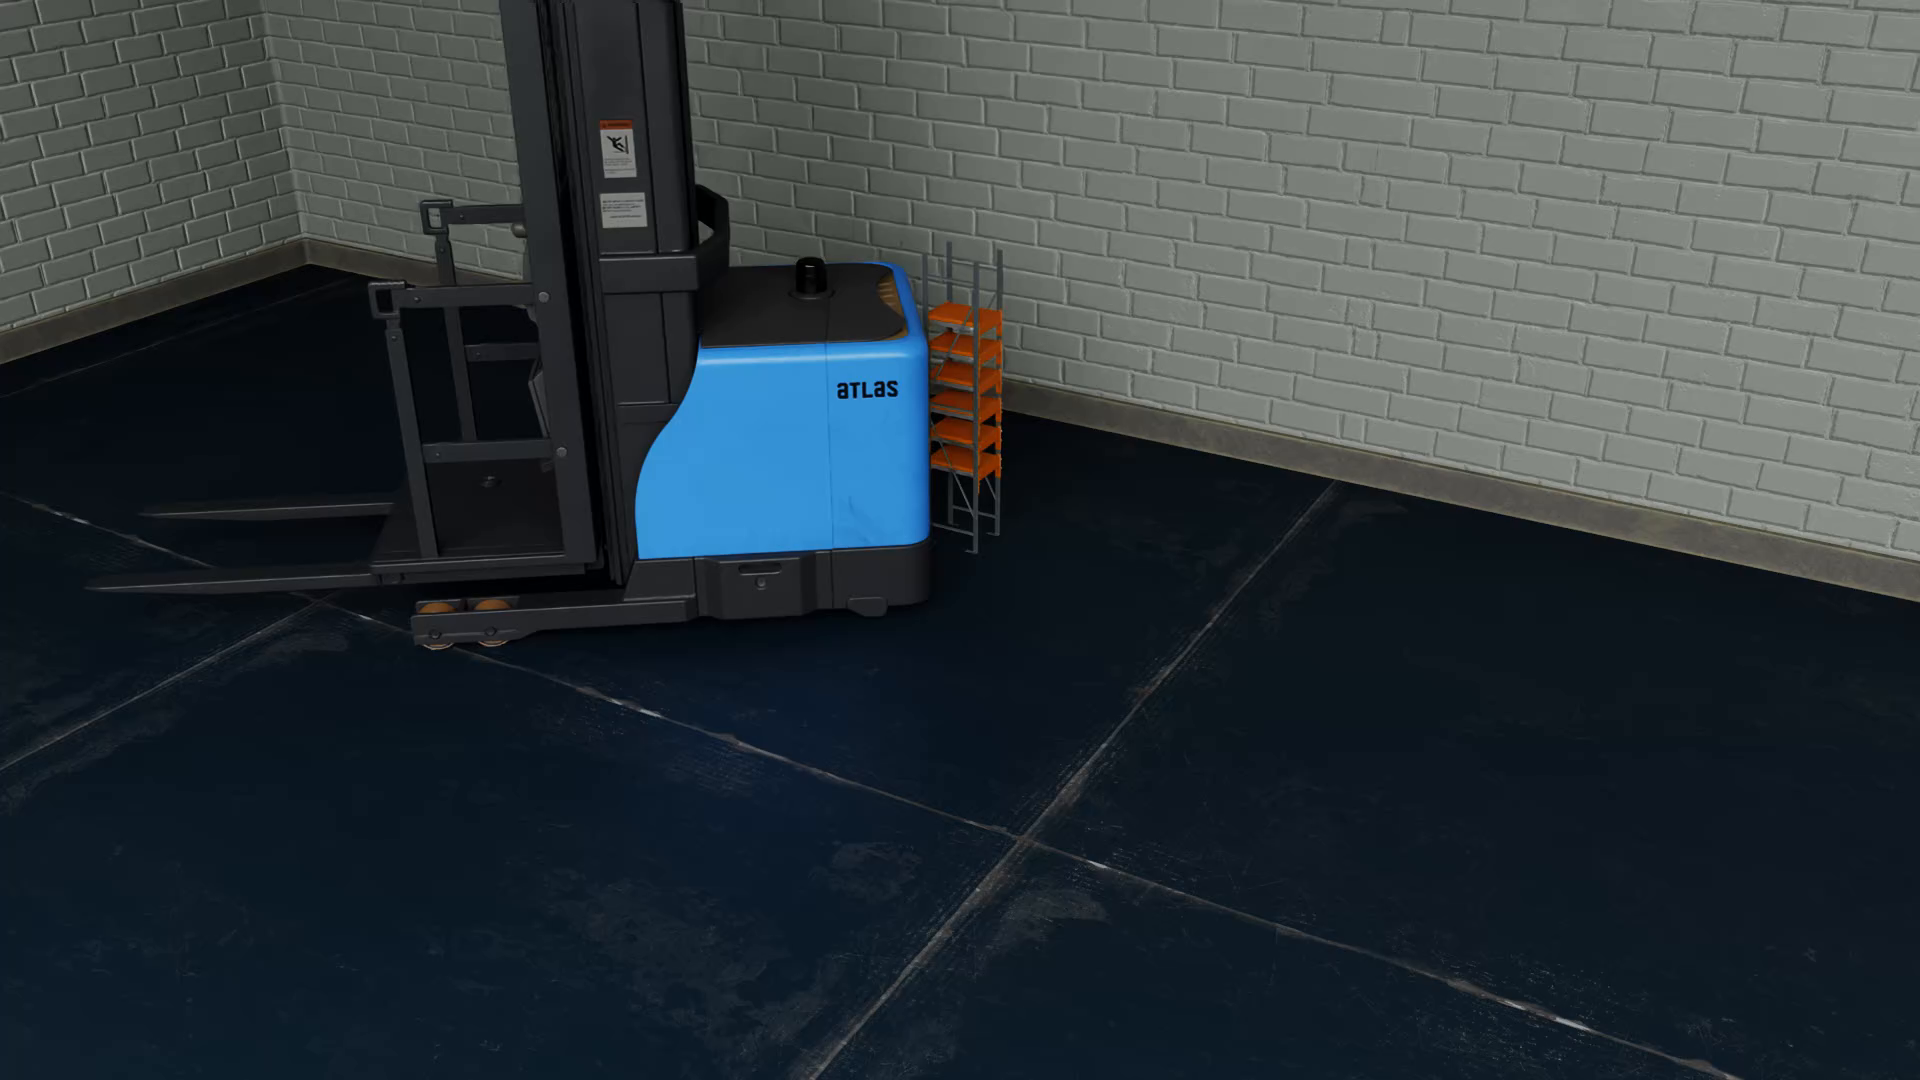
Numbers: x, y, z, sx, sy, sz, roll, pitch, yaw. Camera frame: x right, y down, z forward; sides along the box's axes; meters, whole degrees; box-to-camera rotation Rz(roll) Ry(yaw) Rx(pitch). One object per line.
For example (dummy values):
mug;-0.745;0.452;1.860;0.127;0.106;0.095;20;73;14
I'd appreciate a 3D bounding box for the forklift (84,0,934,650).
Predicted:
forklift;-1.652;-1.167;5.808;3.031;2.935;1.130;-3;27;-6

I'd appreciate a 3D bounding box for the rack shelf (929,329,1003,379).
rack shelf;0.010;-0.718;6.405;0.258;0.103;0.180;14;30;26

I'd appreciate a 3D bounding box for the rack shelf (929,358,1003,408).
rack shelf;0.010;-0.610;6.459;0.258;0.103;0.180;14;30;26

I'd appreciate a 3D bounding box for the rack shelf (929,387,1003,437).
rack shelf;0.011;-0.503;6.513;0.258;0.103;0.180;14;30;26

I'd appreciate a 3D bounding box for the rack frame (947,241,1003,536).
rack frame;0.056;-0.578;6.564;0.240;1.200;0.006;14;30;26

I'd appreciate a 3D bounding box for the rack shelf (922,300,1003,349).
rack shelf;0.010;-0.825;6.351;0.258;0.103;0.180;14;30;26

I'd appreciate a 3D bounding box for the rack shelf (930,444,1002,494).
rack shelf;0.011;-0.288;6.620;0.258;0.103;0.180;14;30;26

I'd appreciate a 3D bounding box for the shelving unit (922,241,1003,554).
shelving unit;0.011;-0.543;6.493;0.258;1.200;0.189;14;30;26

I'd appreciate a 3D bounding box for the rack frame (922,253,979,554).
rack frame;-0.034;-0.507;6.422;0.240;1.200;0.006;14;30;26

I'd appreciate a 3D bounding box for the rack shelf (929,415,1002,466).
rack shelf;0.011;-0.396;6.567;0.258;0.103;0.180;14;30;26
